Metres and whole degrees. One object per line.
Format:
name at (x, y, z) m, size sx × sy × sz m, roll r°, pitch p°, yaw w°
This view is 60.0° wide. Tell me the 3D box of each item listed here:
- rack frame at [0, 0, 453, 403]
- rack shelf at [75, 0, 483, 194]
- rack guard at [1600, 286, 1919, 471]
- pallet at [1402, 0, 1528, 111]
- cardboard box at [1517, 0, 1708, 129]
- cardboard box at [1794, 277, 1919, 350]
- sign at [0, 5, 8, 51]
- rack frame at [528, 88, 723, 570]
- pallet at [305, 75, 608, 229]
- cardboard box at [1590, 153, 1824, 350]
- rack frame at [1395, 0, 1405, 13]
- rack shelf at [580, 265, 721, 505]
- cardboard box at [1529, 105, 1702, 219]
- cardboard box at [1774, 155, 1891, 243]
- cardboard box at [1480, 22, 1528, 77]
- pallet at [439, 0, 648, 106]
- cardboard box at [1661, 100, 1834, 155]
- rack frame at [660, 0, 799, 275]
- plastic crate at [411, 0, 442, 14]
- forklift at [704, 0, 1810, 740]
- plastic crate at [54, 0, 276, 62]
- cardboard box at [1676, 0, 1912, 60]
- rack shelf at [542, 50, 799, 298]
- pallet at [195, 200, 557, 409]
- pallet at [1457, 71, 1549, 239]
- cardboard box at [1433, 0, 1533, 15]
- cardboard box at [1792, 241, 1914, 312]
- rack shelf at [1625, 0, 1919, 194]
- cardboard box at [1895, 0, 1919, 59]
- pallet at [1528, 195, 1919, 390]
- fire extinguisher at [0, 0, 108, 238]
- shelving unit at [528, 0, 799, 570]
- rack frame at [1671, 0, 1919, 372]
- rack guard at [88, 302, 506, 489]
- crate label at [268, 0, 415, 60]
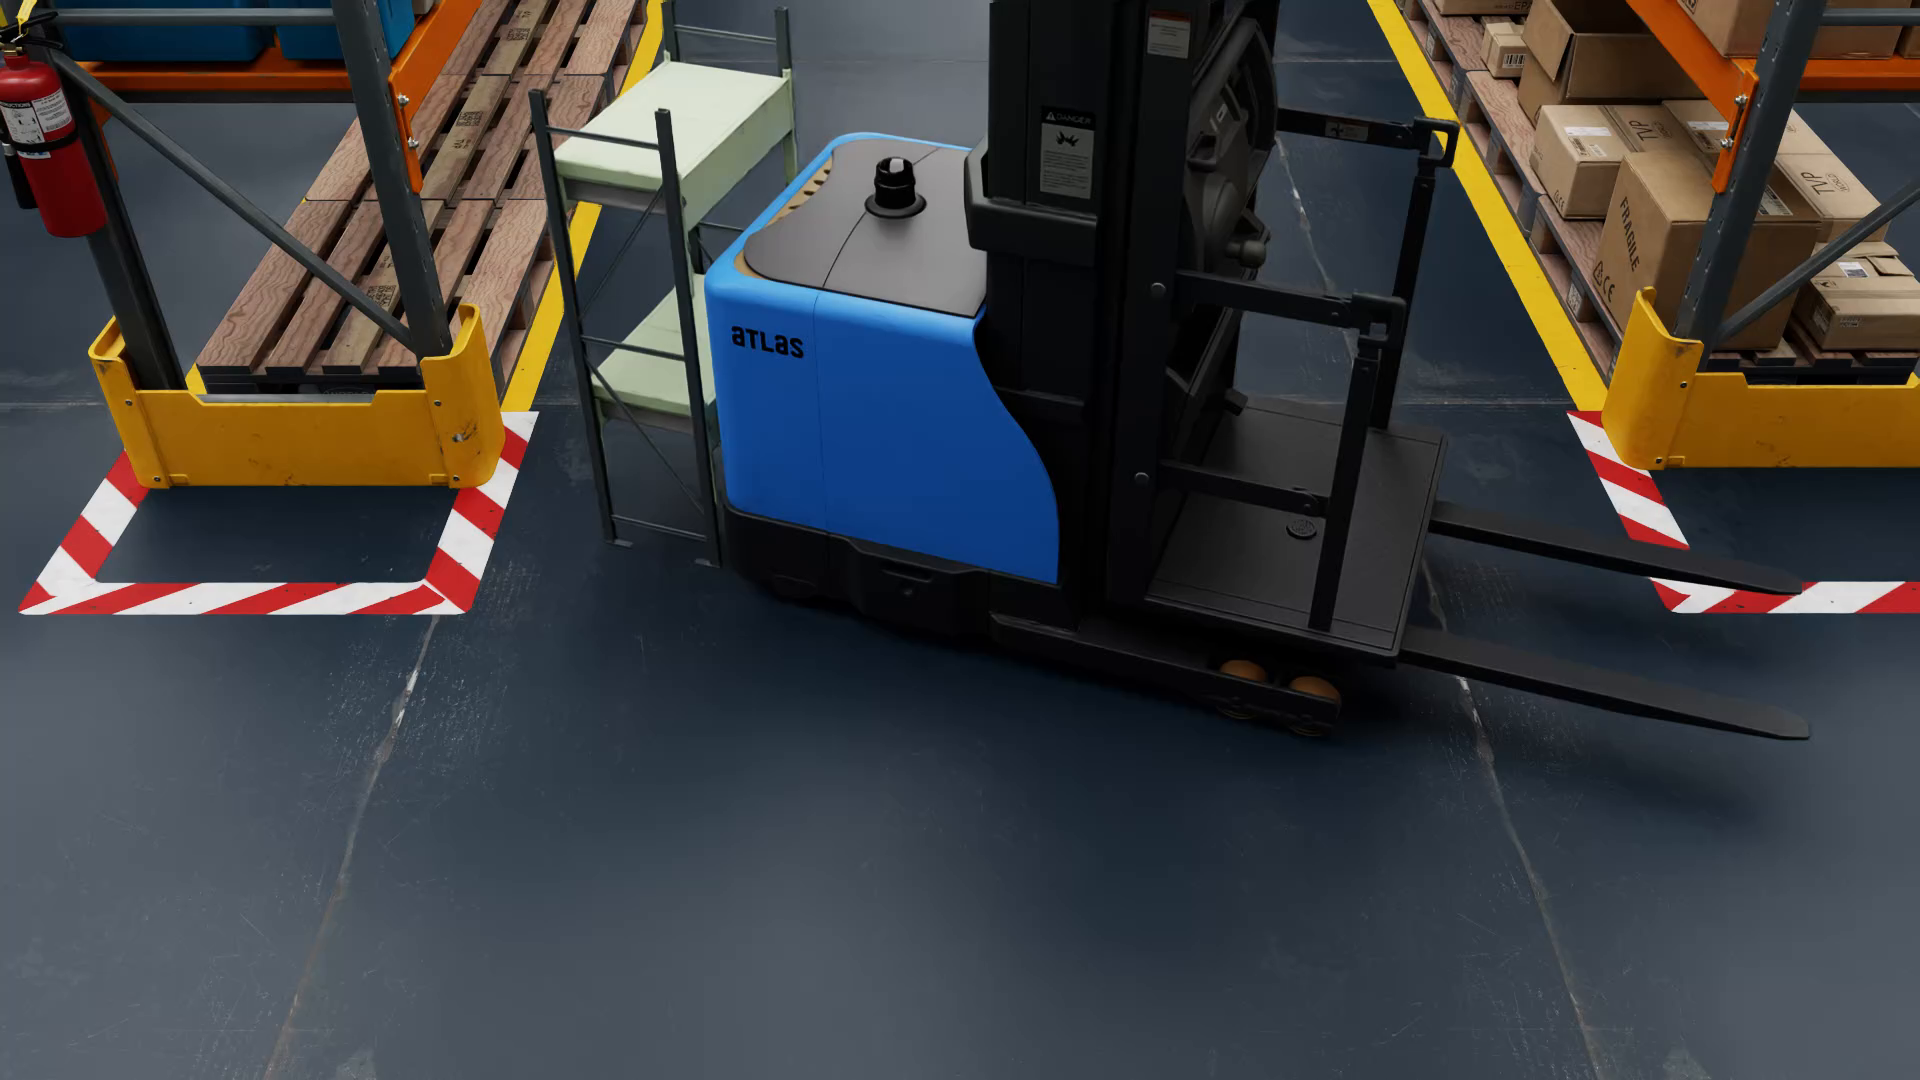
rack frame at (-2.149, -1.462, 4.676) m, size 1.000 × 3.000 × 0.127 m, roll 0°, pitch 39°, yaw 0°
rack shelf at (-2.152, -2.432, 6.462) m, size 1.077 × 0.370 × 4.000 m, roll 0°, pitch 39°, yaw 0°
rack guard at (2.804, -0.536, 5.519) m, size 1.175 × 0.500 × 0.348 m, roll 0°, pitch 39°, yaw 0°
pallet at (2.799, -2.447, 8.135) m, size 1.003 × 0.211 × 1.213 m, roll 0°, pitch 39°, yaw 0°
cardboard box at (2.807, -1.988, 6.976) m, size 0.797 × 0.503 × 0.637 m, roll 0°, pitch 39°, yaw 0°
cardboard box at (3.147, -0.785, 5.759) m, size 0.380 × 0.149 × 0.250 m, roll 0°, pitch 39°, yaw 0°
sign at (-2.699, -1.515, 4.612) m, size 0.100 × 0.325 × 0.005 m, roll 0°, pitch 39°, yaw 0°
rack frame at (-0.926, -0.540, 4.725) m, size 0.400 × 1.500 × 0.023 m, roll 12°, pitch 40°, yaw 15°
pallet at (-2.110, -1.651, 7.141) m, size 1.003 × 0.211 × 1.213 m, roll 0°, pitch 39°, yaw 0°
cardboard box at (2.557, -1.000, 5.746) m, size 0.500 × 0.500 × 0.500 m, roll 0°, pitch 39°, yaw 0°
rack frame at (2.800, -3.965, 7.799) m, size 1.000 × 3.000 × 0.127 m, roll 0°, pitch 39°, yaw 0°
rack shelf at (-0.804, -0.502, 5.198) m, size 0.431 × 0.370 × 0.720 m, roll 12°, pitch 40°, yaw 15°
cardboard box at (2.586, -1.496, 6.565) m, size 0.500 × 0.250 × 0.500 m, roll 0°, pitch 39°, yaw 0°
cardboard box at (3.087, -1.215, 6.215) m, size 0.500 × 0.250 × 0.500 m, roll 0°, pitch 39°, yaw 0°
cardboard box at (2.595, -2.227, 7.545) m, size 0.380 × 0.166 × 0.250 m, roll 0°, pitch 39°, yaw 0°
pallet at (-2.114, -2.416, 8.096) m, size 1.003 × 0.211 × 1.213 m, roll 0°, pitch 39°, yaw 0°
cardboard box at (3.086, -1.528, 6.605) m, size 0.500 × 0.250 × 0.500 m, roll 0°, pitch 39°, yaw 0°
rack frame at (-0.683, -0.972, 5.264) m, size 0.400 × 1.500 × 0.023 m, roll 12°, pitch 40°, yaw 15°
plastic crate at (-1.738, -1.738, 5.183) m, size 0.250 × 0.136 × 0.298 m, roll 0°, pitch 39°, yaw 0°
forklift at (0.868, -0.981, 4.130) m, size 3.031 × 2.935 × 1.130 m, roll 13°, pitch 40°, yaw 15°
plastic crate at (-2.336, -1.709, 4.907) m, size 0.616 × 0.435 × 0.499 m, roll 0°, pitch 39°, yaw 0°
cardboard box at (2.531, -1.782, 4.996) m, size 0.500 × 0.500 × 0.500 m, roll 1°, pitch 39°, yaw 1°
rack shelf at (-0.804, -1.061, 4.750) m, size 0.431 × 0.370 × 0.720 m, roll 12°, pitch 40°, yaw 15°
pallet at (-2.111, -0.890, 6.192) m, size 1.003 × 0.211 × 1.213 m, roll 0°, pitch 39°, yaw 0°
pallet at (2.804, -1.682, 7.181) m, size 1.003 × 0.211 × 1.213 m, roll 0°, pitch 39°, yaw 0°
cardboard box at (2.584, -2.825, 8.175) m, size 0.500 × 0.311 × 0.500 m, roll 0°, pitch 39°, yaw 0°
cardboard box at (3.147, -0.948, 5.948) m, size 0.380 × 0.166 × 0.250 m, roll 0°, pitch 39°, yaw 0°
rack shelf at (2.802, -2.434, 6.463) m, size 1.077 × 0.370 × 4.000 m, roll 0°, pitch 39°, yaw 0°
cardboard box at (3.067, -1.780, 4.993) m, size 0.500 × 0.500 × 0.500 m, roll 1°, pitch 39°, yaw 1°
pallet at (2.802, -0.921, 6.231) m, size 1.003 × 0.211 × 1.213 m, roll 0°, pitch 39°, yaw 0°
fire extinguisher at (-2.603, -1.192, 4.699) m, size 0.296 × 0.674 × 0.183 m, roll 0°, pitch 39°, yaw 0°
shelving unit at (-0.804, -0.756, 4.994) m, size 0.431 × 1.500 × 0.755 m, roll 12°, pitch 40°, yaw 15°
rack frame at (2.804, -1.464, 4.678) m, size 1.000 × 3.000 × 0.127 m, roll 0°, pitch 39°, yaw 0°
rack guard at (-2.136, -0.472, 5.439) m, size 1.175 × 0.500 × 0.348 m, roll 0°, pitch 39°, yaw 0°
crate label at (-1.820, -1.575, 4.903) m, size 0.416 × 0.233 × 0.303 m, roll 0°, pitch 39°, yaw 0°
